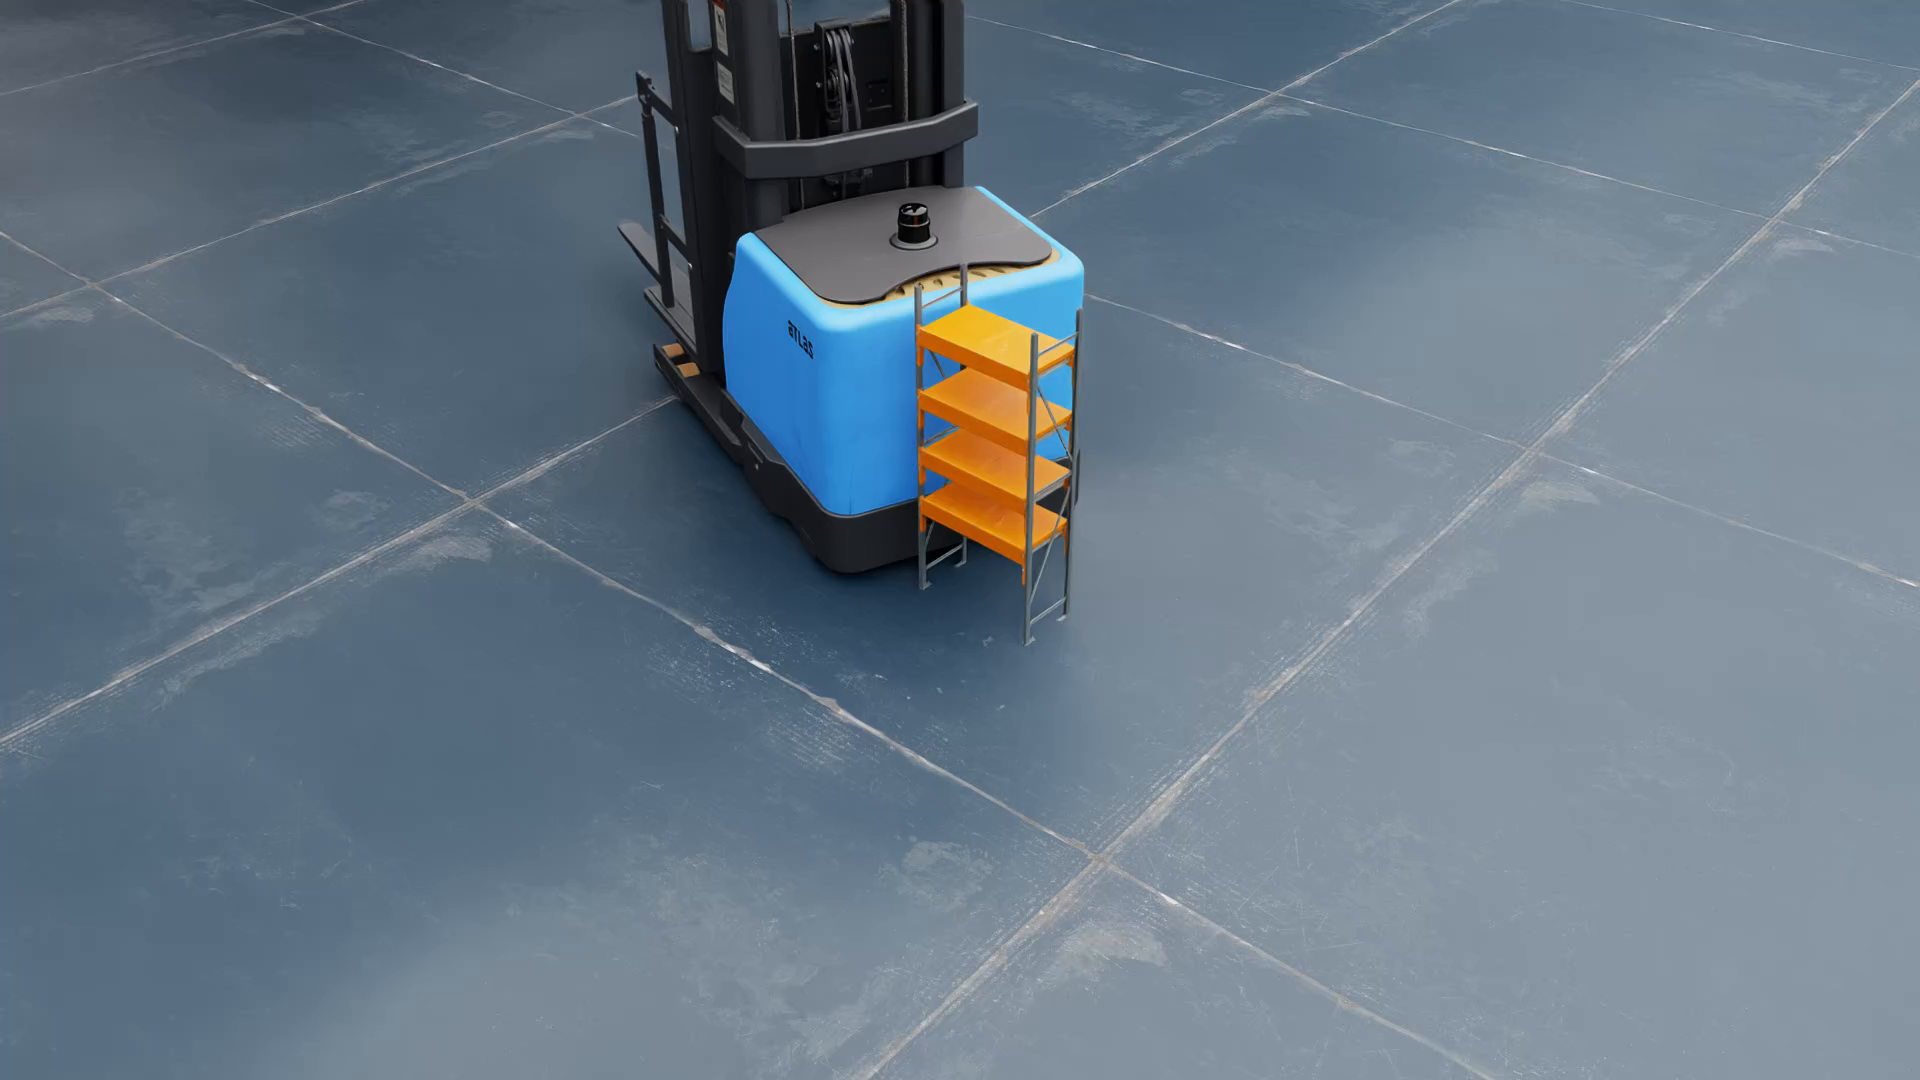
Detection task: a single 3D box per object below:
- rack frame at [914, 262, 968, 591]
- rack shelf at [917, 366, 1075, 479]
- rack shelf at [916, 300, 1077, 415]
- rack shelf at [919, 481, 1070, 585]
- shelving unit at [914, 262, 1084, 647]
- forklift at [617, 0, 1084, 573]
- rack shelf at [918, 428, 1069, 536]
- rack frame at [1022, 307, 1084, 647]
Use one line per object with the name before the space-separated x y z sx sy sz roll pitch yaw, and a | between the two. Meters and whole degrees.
rack frame | -0.061 -0.364 5.720 0.015 1.200 0.240 27 43 34
rack shelf | 0.120 -0.400 5.496 0.480 0.148 0.258 27 43 34
rack shelf | 0.120 -0.595 5.362 0.480 0.148 0.258 27 43 34
rack shelf | 0.120 -0.052 5.735 0.480 0.148 0.258 27 43 34
shelving unit | 0.120 -0.271 5.585 0.503 1.200 0.258 27 43 34
forklift | -0.677 -1.906 6.436 1.130 2.935 3.031 -16 38 -22
rack shelf | 0.120 -0.216 5.623 0.480 0.148 0.258 27 43 34
rack frame | 0.301 -0.178 5.450 0.015 1.200 0.240 27 43 34
